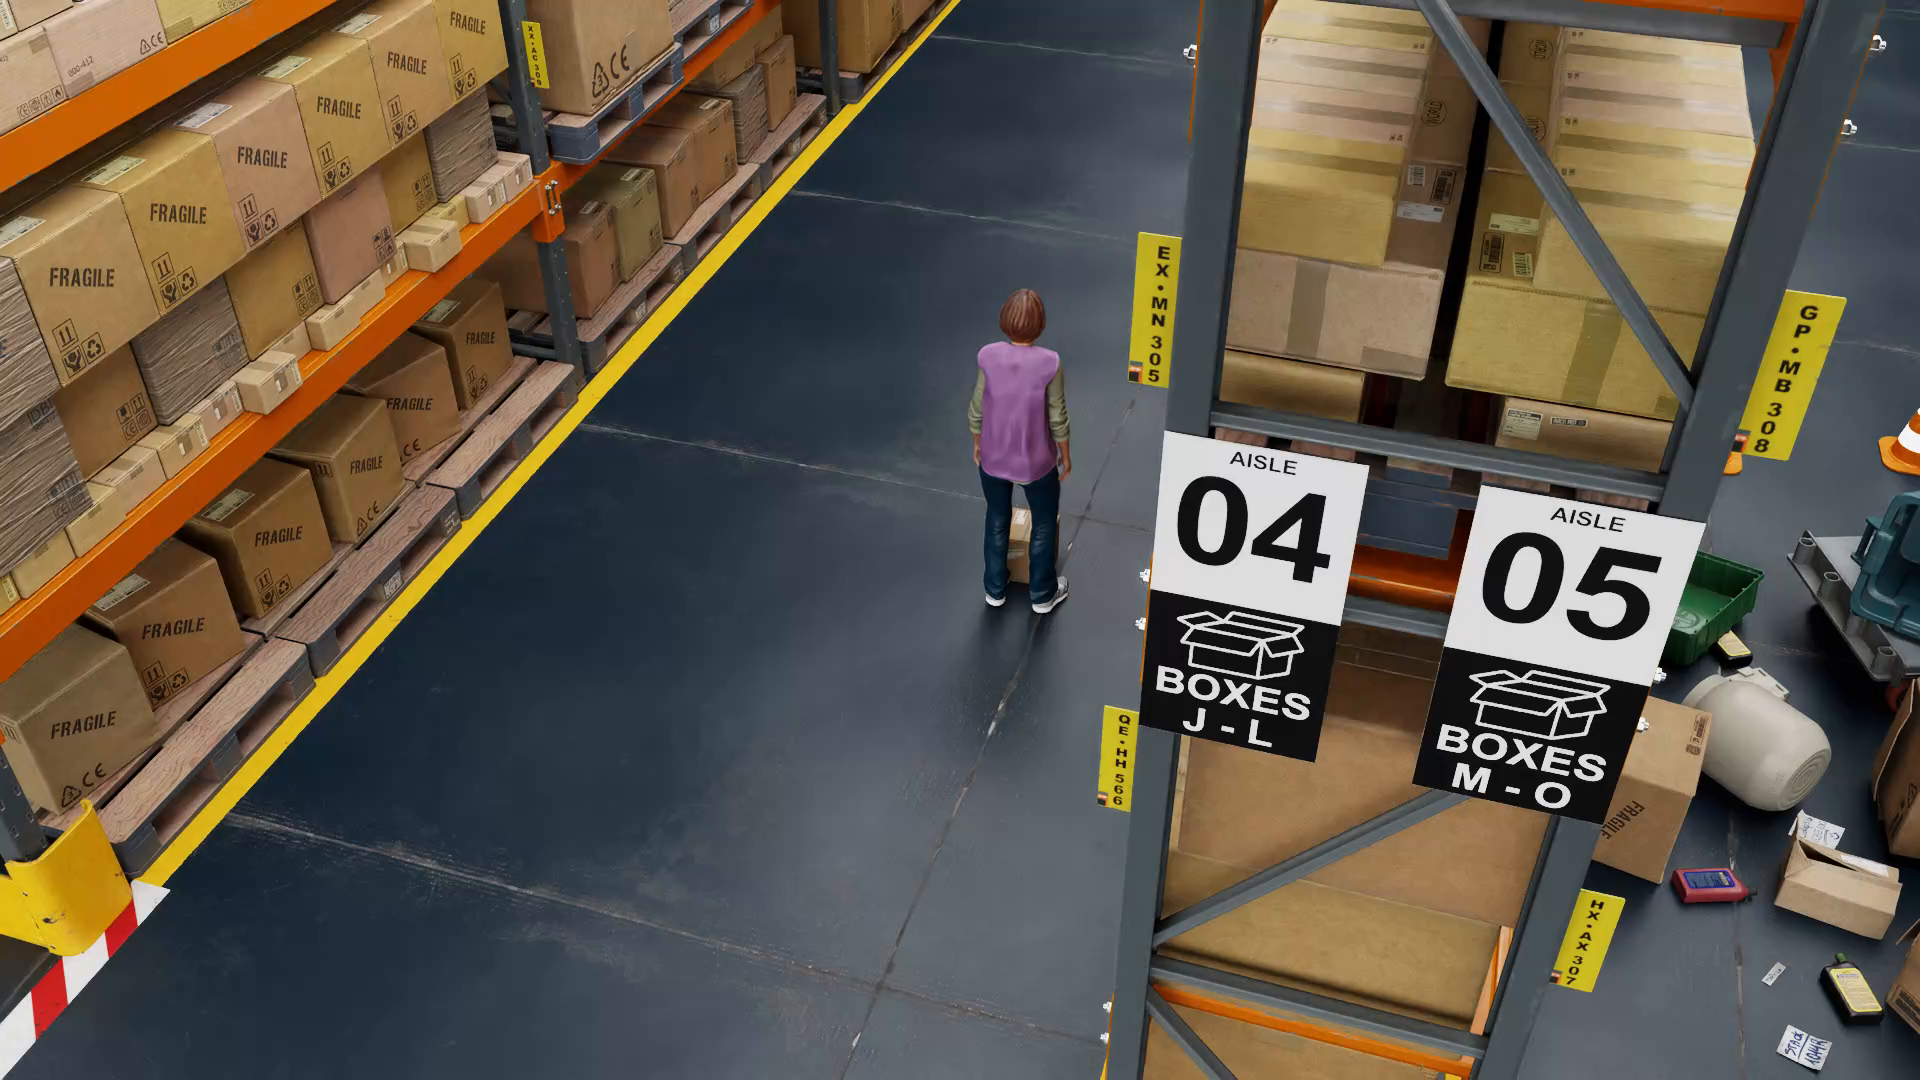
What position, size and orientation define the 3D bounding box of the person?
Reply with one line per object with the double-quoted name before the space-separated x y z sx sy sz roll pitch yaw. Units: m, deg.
"person" 0.265 -0.357 7.372 0.462 1.582 0.343 11 39 14
